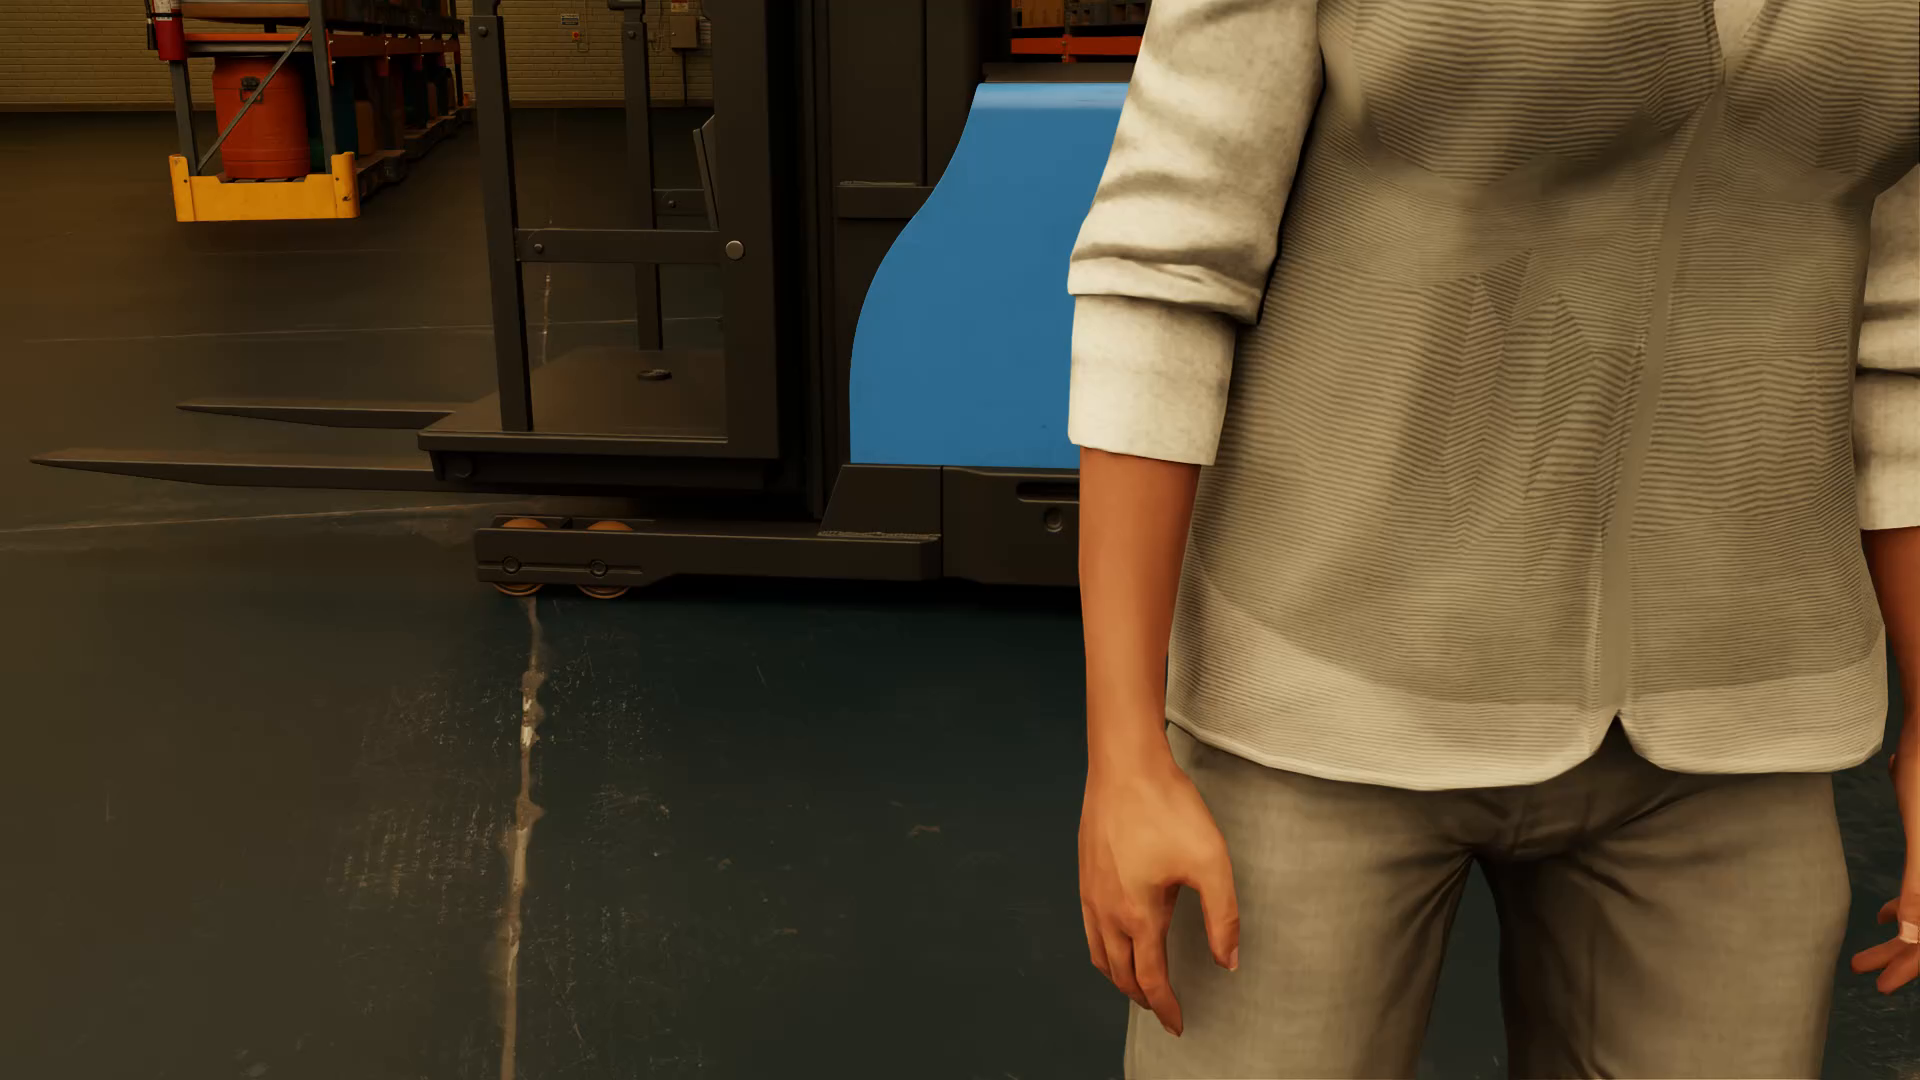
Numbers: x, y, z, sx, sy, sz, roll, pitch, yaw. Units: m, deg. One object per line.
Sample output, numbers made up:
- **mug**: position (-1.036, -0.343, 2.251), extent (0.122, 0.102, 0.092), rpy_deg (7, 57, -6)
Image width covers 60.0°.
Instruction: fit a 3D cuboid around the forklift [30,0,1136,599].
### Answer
- **forklift**: position (-0.622, -1.425, 3.664), extent (3.031, 2.935, 1.130), rpy_deg (2, 17, 6)
